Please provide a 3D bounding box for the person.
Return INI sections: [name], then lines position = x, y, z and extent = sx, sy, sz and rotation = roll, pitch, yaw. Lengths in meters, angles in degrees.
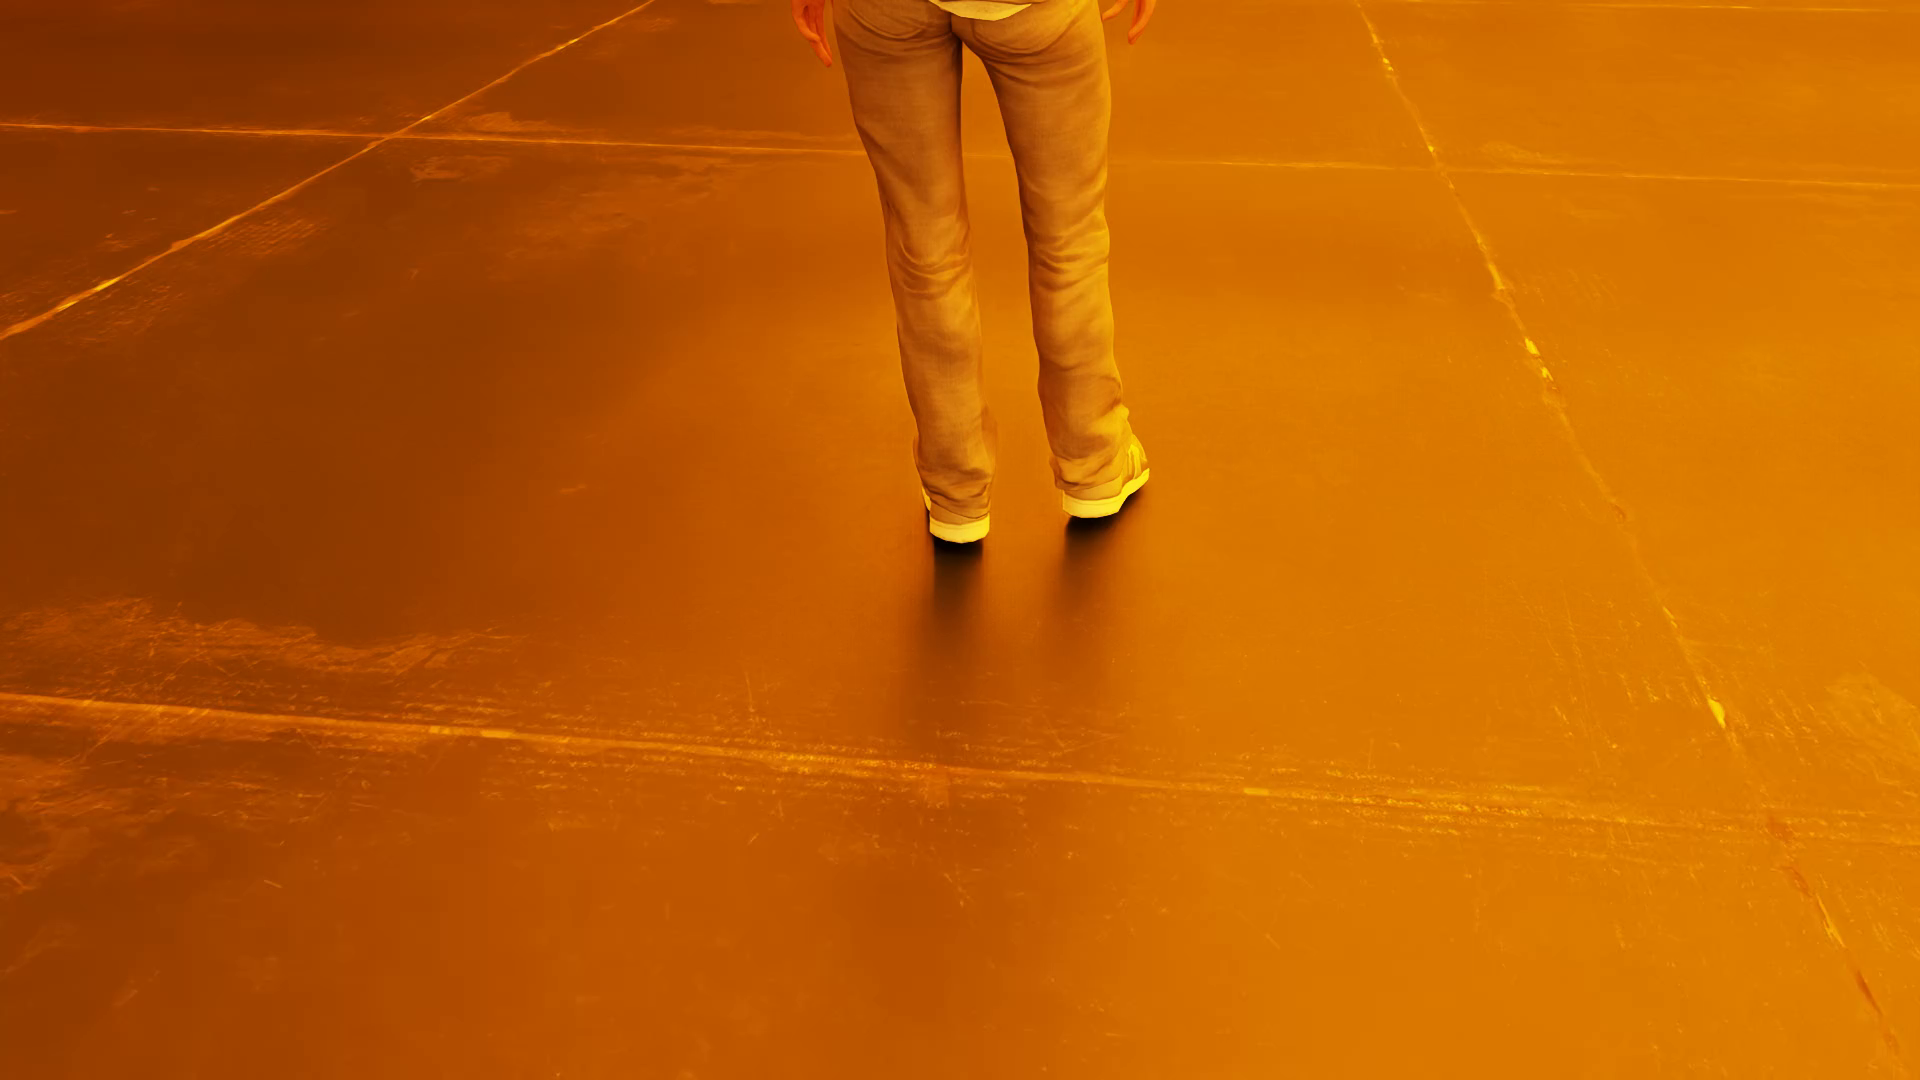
[person]
position = 0.024, -0.753, 2.204
extent = 0.520, 1.597, 0.475
rotation = 3, 27, 7
